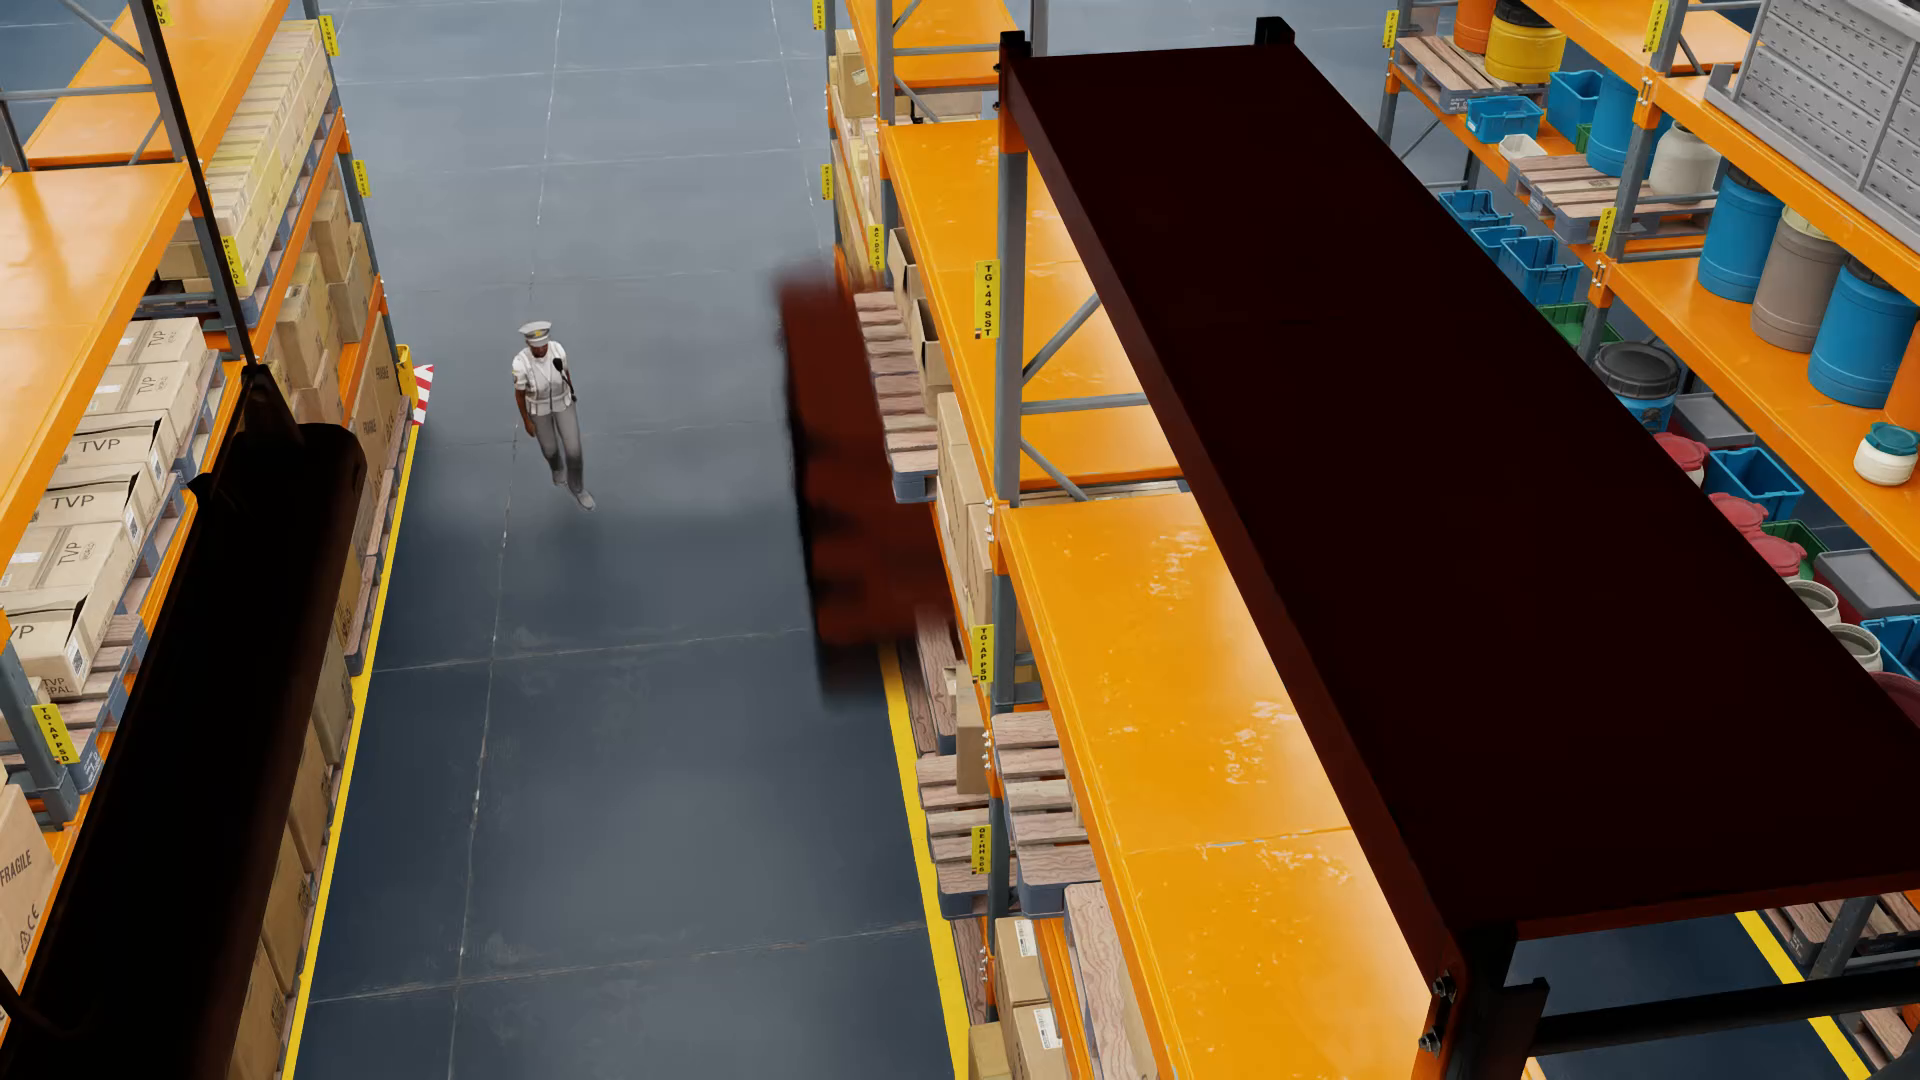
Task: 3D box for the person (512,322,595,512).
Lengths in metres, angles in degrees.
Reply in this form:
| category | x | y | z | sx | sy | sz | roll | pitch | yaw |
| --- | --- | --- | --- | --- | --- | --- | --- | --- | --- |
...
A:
| category | x | y | z | sx | sy | sz | roll | pitch | yaw |
| --- | --- | --- | --- | --- | --- | --- | --- | --- | --- |
| person | -3.241 | -1.038 | 13.086 | 0.462 | 1.661 | 0.618 | -11 | 38 | -14 |
